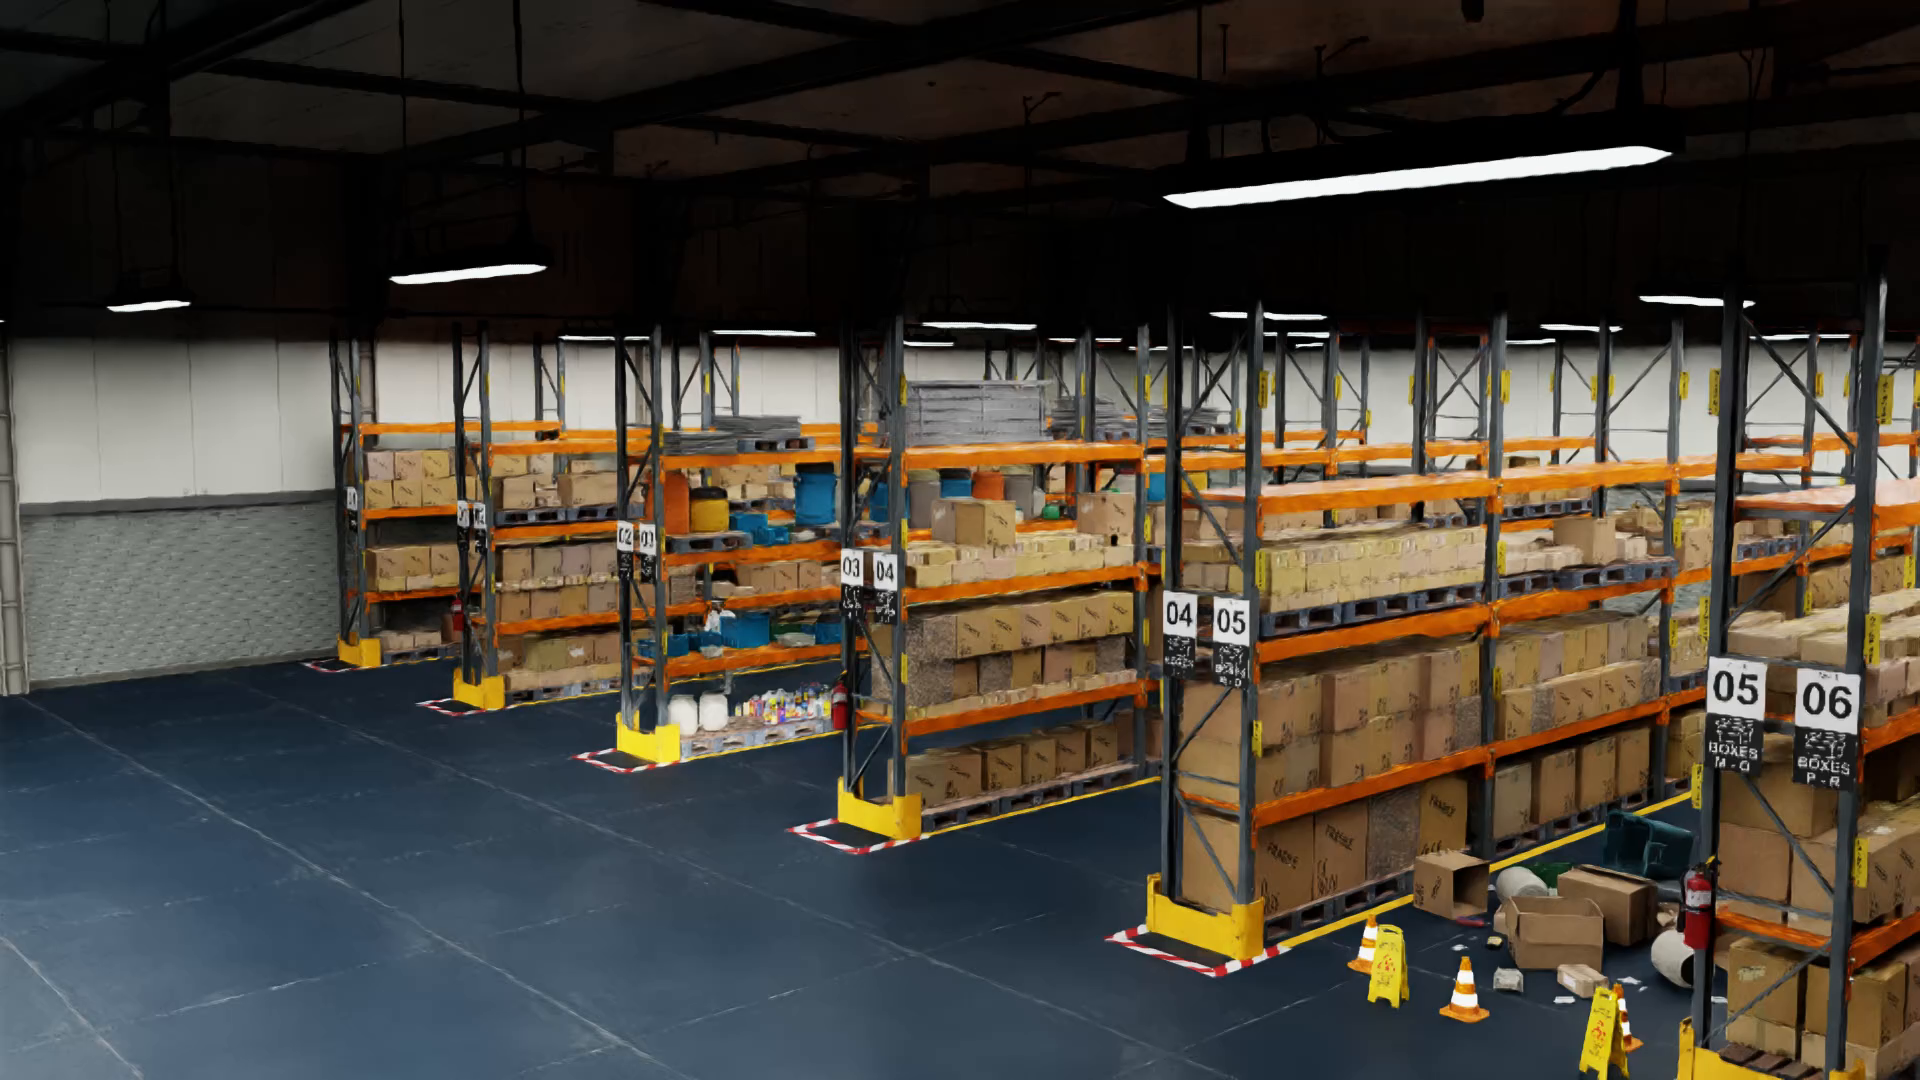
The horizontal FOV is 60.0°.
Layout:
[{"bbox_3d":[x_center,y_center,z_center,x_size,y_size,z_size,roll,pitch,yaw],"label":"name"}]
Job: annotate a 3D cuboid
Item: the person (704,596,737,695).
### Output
[{"bbox_3d":[-3.835,1.684,27.094,0.643,1.608,0.794,3,7,30],"label":"person"}]
